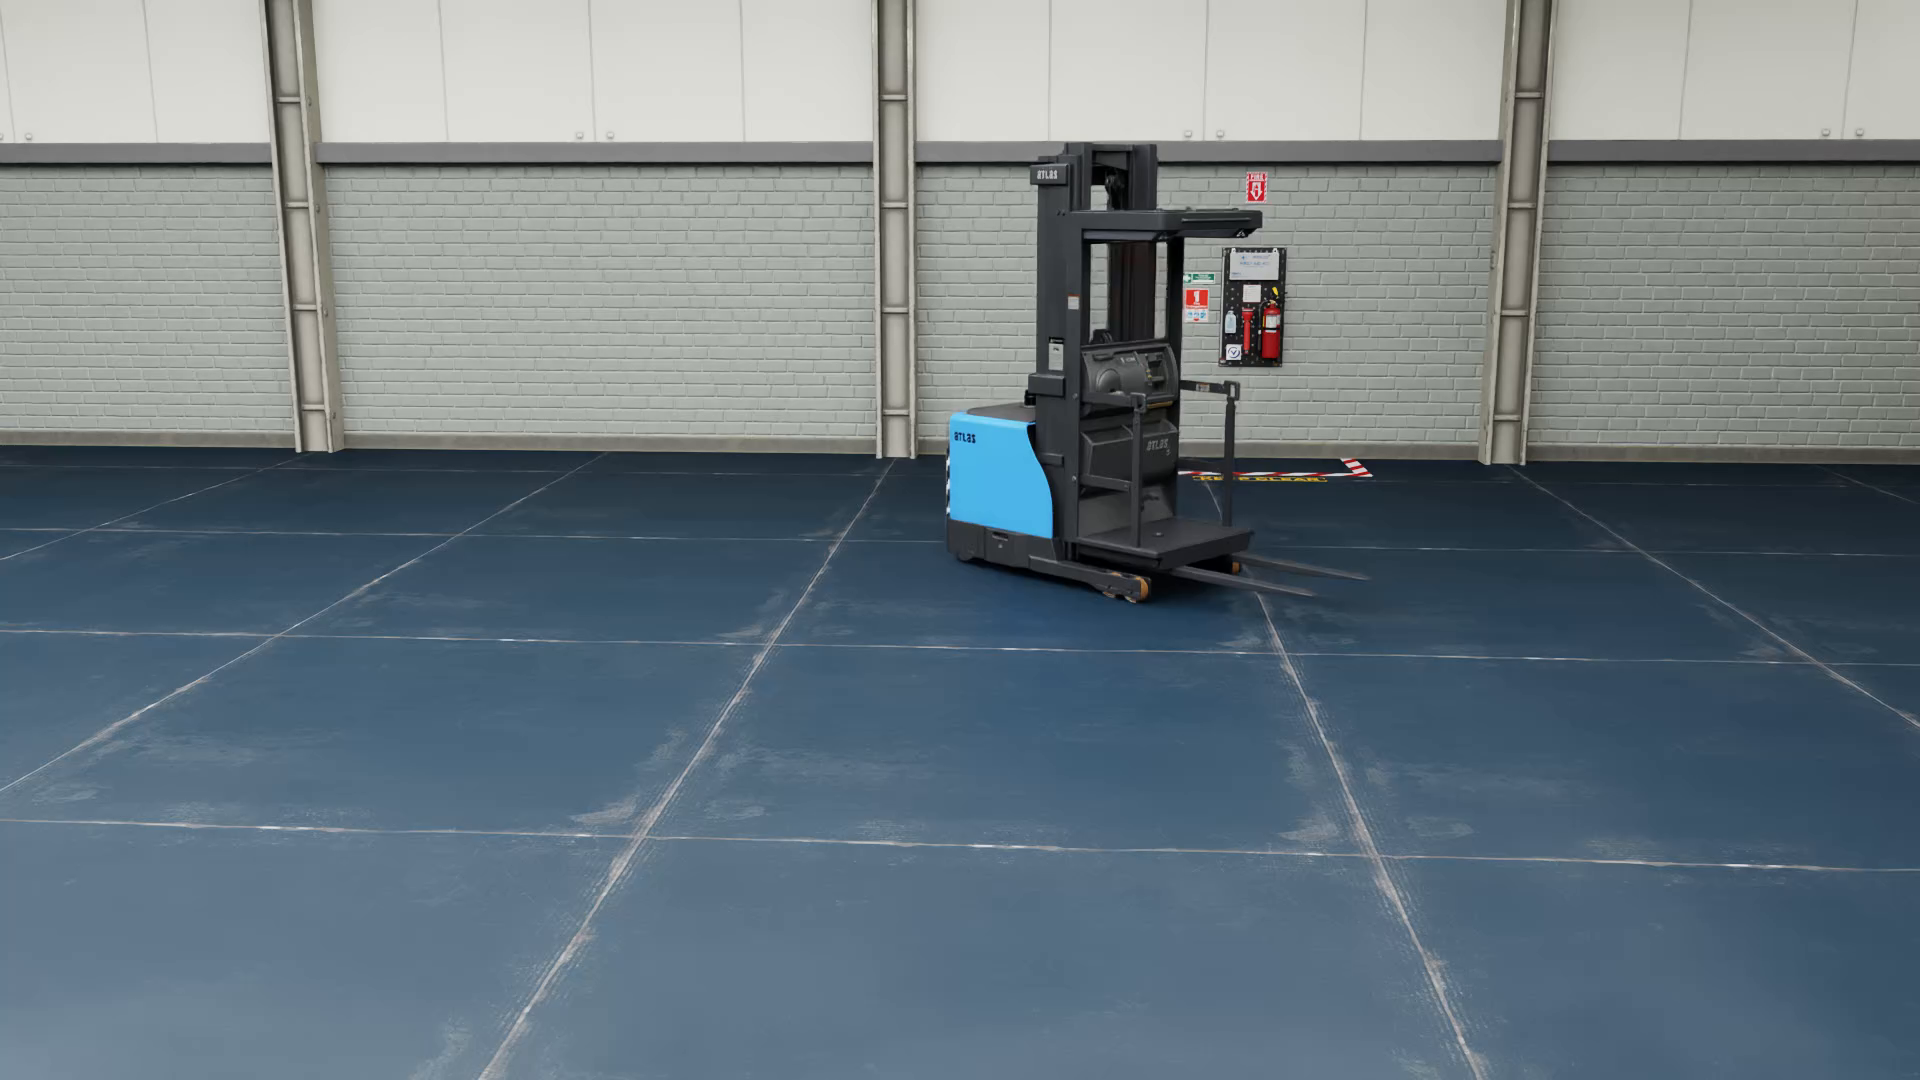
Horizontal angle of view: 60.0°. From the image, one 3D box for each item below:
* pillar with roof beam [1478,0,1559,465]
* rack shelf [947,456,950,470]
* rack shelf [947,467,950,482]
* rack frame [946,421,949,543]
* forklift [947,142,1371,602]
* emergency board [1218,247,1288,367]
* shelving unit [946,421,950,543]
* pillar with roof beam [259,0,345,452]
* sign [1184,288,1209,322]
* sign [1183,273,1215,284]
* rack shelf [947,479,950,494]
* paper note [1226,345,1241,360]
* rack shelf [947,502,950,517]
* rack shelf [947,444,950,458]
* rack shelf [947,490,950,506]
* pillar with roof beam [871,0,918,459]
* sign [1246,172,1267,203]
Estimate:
[{"bbox_3d":[5.065,-4.294,11.316,0.400,9.000,9.100,1,12,4],"label":"pillar with roof beam"},{"bbox_3d":[0.008,-0.584,12.645,0.200,0.077,0.258,1,12,4],"label":"rack shelf"},{"bbox_3d":[0.008,-0.496,12.664,0.200,0.077,0.258,1,12,4],"label":"rack shelf"},{"bbox_3d":[-0.093,-0.442,12.682,0.006,0.900,0.240,1,12,4],"label":"rack frame"},{"bbox_3d":[1.303,-1.147,11.095,1.130,2.935,3.031,-11,16,-44],"label":"forklift"},{"bbox_3d":[2.890,-2.278,16.334,0.643,1.169,0.194,1,12,4],"label":"emergency board"},{"bbox_3d":[0.008,-0.440,12.675,0.210,0.900,0.258,1,12,4],"label":"shelving unit"},{"bbox_3d":[-6.908,-4.458,12.101,0.400,9.000,9.100,1,12,4],"label":"pillar with roof beam"},{"bbox_3d":[2.345,-2.324,16.467,0.234,0.329,0.001,1,12,4],"label":"sign"},{"bbox_3d":[2.349,-2.582,16.404,0.331,0.109,0.001,1,12,4],"label":"sign"},{"bbox_3d":[0.008,-0.408,12.682,0.200,0.077,0.258,1,12,4],"label":"rack shelf"},{"bbox_3d":[2.718,-1.864,16.503,0.142,0.148,0.016,1,12,4],"label":"paper note"},{"bbox_3d":[0.008,-0.232,12.719,0.200,0.077,0.258,1,12,4],"label":"rack shelf"},{"bbox_3d":[0.008,-0.672,12.627,0.200,0.077,0.258,1,12,4],"label":"rack shelf"},{"bbox_3d":[0.008,-0.320,12.701,0.200,0.077,0.258,1,12,4],"label":"rack shelf"},{"bbox_3d":[-0.922,-4.376,11.709,0.400,9.000,9.100,1,12,4],"label":"pillar with roof beam"},{"bbox_3d":[2.888,-3.433,16.194,0.199,0.298,0.001,1,12,4],"label":"sign"}]
